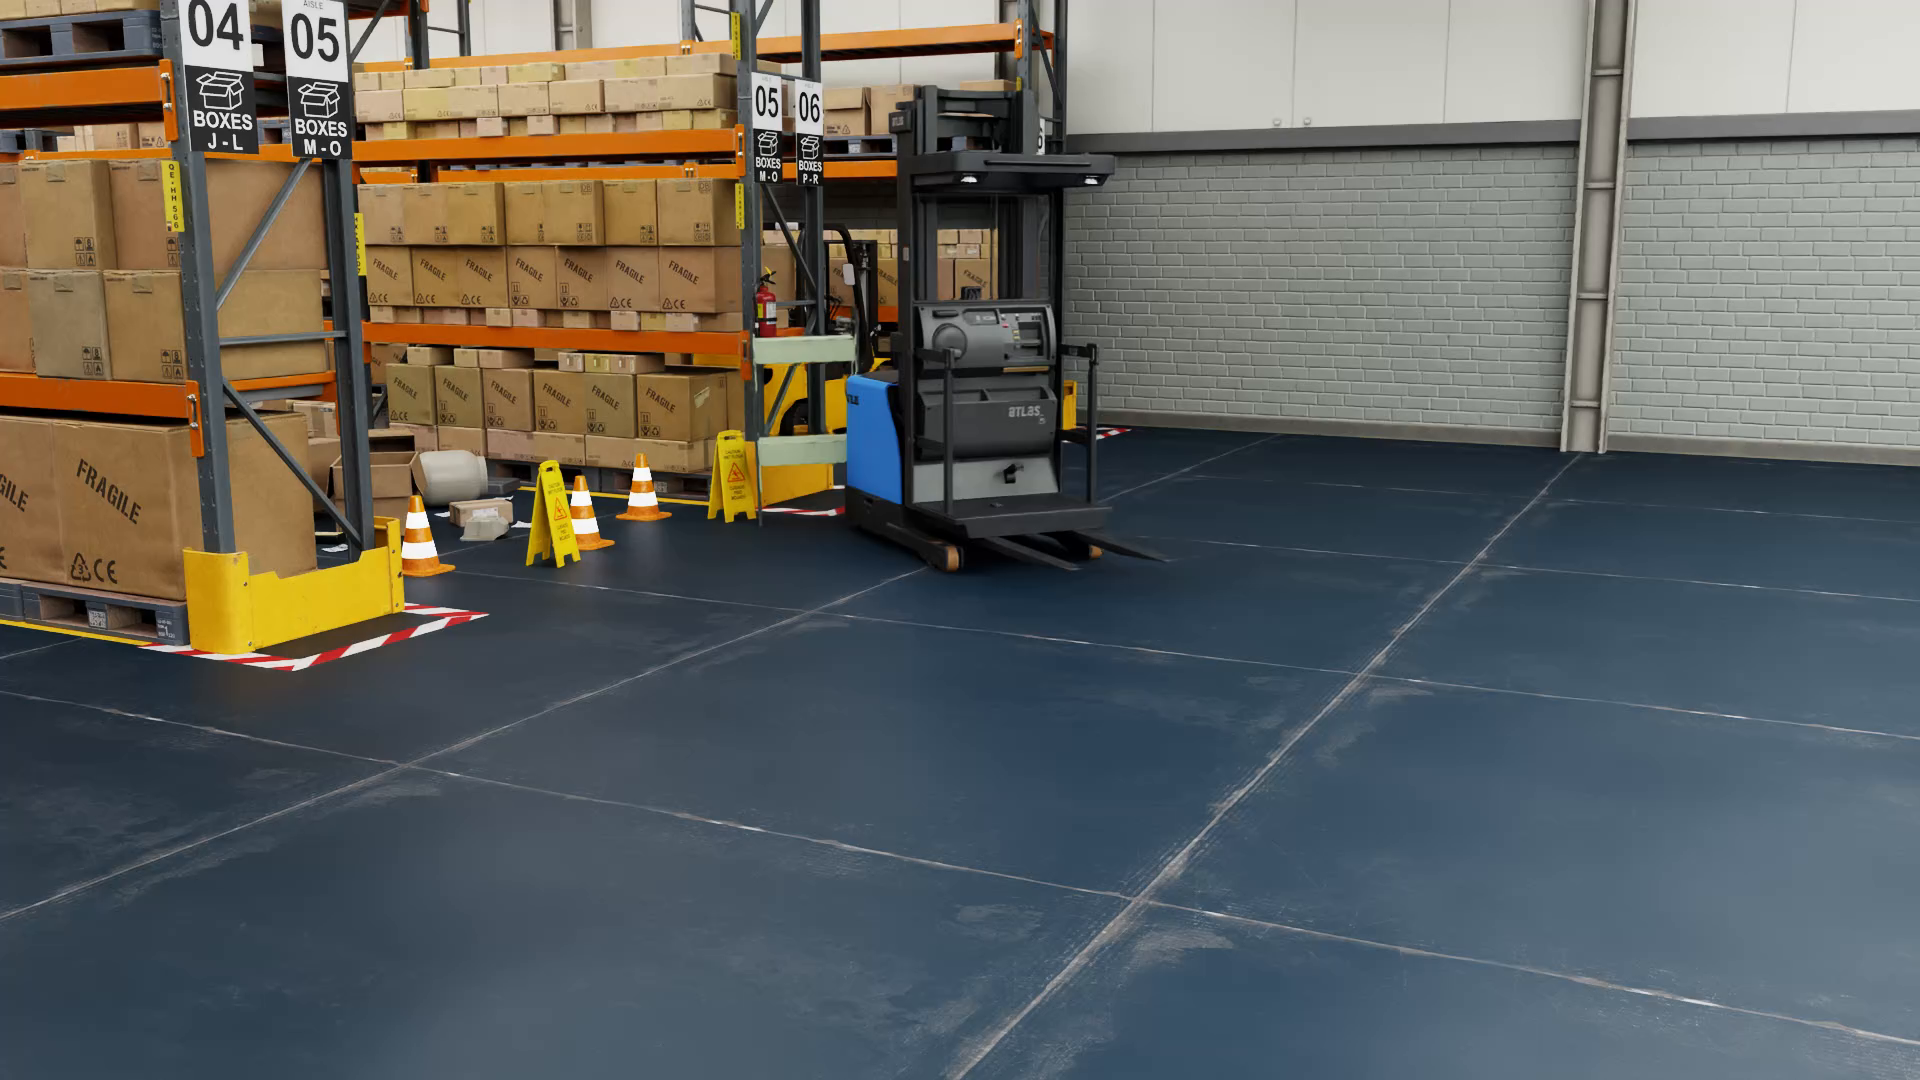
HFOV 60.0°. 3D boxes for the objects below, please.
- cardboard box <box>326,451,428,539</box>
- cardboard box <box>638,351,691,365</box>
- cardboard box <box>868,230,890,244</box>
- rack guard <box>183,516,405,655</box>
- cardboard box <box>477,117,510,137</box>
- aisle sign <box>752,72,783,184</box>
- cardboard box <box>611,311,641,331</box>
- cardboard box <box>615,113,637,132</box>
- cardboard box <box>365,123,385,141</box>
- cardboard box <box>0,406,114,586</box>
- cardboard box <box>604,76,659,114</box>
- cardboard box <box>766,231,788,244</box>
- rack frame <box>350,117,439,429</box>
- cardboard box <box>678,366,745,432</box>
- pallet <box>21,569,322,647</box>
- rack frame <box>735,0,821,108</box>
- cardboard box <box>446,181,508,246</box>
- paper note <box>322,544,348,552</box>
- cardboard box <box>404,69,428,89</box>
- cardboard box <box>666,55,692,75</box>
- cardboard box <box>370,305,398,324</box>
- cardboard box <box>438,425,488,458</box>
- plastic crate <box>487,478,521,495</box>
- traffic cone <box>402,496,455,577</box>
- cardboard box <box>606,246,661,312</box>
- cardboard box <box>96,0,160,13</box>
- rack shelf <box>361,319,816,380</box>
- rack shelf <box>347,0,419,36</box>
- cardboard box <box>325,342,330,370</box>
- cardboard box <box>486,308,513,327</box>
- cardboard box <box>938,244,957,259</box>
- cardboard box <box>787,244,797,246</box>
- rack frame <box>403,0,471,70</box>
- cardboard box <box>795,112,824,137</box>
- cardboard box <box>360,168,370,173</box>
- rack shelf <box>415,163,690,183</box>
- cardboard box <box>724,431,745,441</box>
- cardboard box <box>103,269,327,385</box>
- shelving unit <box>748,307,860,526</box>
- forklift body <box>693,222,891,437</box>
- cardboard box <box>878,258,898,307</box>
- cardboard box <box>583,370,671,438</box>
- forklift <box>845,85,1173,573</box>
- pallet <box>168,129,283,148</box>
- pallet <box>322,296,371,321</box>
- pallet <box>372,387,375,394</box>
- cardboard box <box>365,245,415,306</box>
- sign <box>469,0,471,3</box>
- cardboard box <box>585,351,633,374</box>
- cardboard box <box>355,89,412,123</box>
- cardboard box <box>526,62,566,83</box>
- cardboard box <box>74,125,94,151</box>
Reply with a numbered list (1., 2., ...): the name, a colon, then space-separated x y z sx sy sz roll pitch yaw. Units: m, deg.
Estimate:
1. cardboard box: -4.051 -0.323 11.602 0.637 0.503 0.797 -2 11 -14
2. cardboard box: -3.223 -2.003 19.364 0.625 0.625 0.875 6 12 28
3. cardboard box: -0.766 -3.204 17.575 0.250 0.149 0.380 5 12 27
4. rack guard: -3.434 0.213 8.649 0.348 0.500 1.175 5 11 26
5. cardboard box: -3.654 -3.306 13.355 0.250 0.149 0.380 5 11 25
6. aisle sign: -1.428 -3.045 12.335 0.004 0.787 0.394 5 11 26
7. cardboard box: -2.527 -1.730 13.074 0.250 0.149 0.380 5 12 27
8. cardboard box: -2.458 -3.225 12.907 0.250 0.149 0.380 5 11 26
9. cardboard box: -4.770 -3.421 13.990 0.250 0.149 0.380 5 11 25
10. cardboard box: -4.883 -0.292 9.207 0.875 0.875 0.875 5 11 25
11. cardboard box: -2.379 -3.405 12.786 0.500 0.250 0.500 5 11 25
12. cardboard box: -1.903 -3.306 18.139 0.250 0.149 0.380 5 12 27
13. rack frame: -4.943 -2.133 14.591 0.127 3.000 1.000 5 11 26
14. cardboard box: -1.978 -1.150 13.595 0.500 0.500 0.500 5 11 24
15. pallet: -4.207 0.303 8.965 1.213 0.211 1.003 5 11 26
16. rack frame: -1.356 -4.769 12.315 0.127 3.000 1.000 5 11 26
17. cardboard box: -3.757 -2.663 13.599 0.500 0.500 0.700 5 11 25
18. paper note: -4.073 0.052 10.864 0.144 0.017 0.142 -10 14 -43
19. cardboard box: -4.326 -3.762 13.639 0.250 0.149 0.380 5 11 24
20. cardboard box: -2.004 -3.568 12.566 0.250 0.149 0.380 5 12 27
21. cardboard box: -4.802 -1.933 14.193 0.250 0.149 0.380 5 11 26
22. cardboard box: -4.049 -0.856 14.081 0.500 0.250 0.500 6 12 29
23. plastic crate: -3.898 -0.441 13.444 0.583 0.080 0.402 1 10 6
24. traffic cone: -3.303 -0.039 10.147 0.334 0.463 0.336 5 11 26
25. cardboard box: -2.411 -2.052 13.029 0.500 0.500 0.500 5 11 26
26. cardboard box: -3.903 -2.599 7.992 0.250 0.149 0.380 5 11 26
27. rack shelf: -3.149 -1.621 13.784 4.000 0.370 1.077 5 11 26
28. rack shelf: -6.736 -4.691 15.027 4.000 0.370 1.077 5 11 26
29. cardboard box: -8.200 -2.336 21.556 0.500 0.500 0.500 5 11 24
30. cardboard box: -3.659 -1.831 13.628 0.250 0.149 0.380 5 11 26
31. cardboard box: -0.046 -3.007 17.320 0.250 0.149 0.380 5 12 27
32. cardboard box: -1.678 -3.138 18.046 0.250 0.149 0.380 5 11 25
33. rack frame: -6.337 -6.193 20.180 0.127 3.000 1.000 5 11 26
34. cardboard box: -1.553 -4.426 17.757 0.258 0.266 0.396 5 11 24
35. cardboard box: -7.356 -4.684 20.688 0.500 0.250 0.500 5 11 26
36. rack shelf: -4.543 -4.205 19.640 4.000 0.370 1.077 5 11 26
37. cardboard box: -1.957 -0.779 13.652 0.500 0.250 0.500 5 11 25
38. cardboard box: -3.808 -1.115 8.545 0.550 0.550 0.875 5 11 26
39. shelving unit: -1.093 -0.890 11.875 0.755 1.500 0.431 -3 11 -7
40. forklift body: -1.670 -2.051 16.522 1.214 2.155 2.313 5 11 26
41. cardboard box: -0.641 -2.739 17.662 0.500 0.500 0.500 5 11 25
42. cardboard box: -2.659 -1.102 13.333 0.500 0.500 0.500 6 12 28
43. forklift: 0.267 -1.330 10.348 1.130 2.935 3.031 -5 11 -24
44. pallet: -6.381 -3.663 15.152 1.003 0.211 1.213 5 11 26
45. pallet: -5.564 -2.122 15.069 1.213 0.211 1.003 5 11 26
46. pallet: -8.080 -2.030 21.853 1.213 0.211 1.003 5 11 26
47. cardboard box: -4.672 -2.249 14.118 0.500 0.500 0.500 5 11 26
48. sign: -6.095 -6.819 20.574 0.005 0.325 0.100 5 11 26
49. cardboard box: -2.772 -1.419 13.264 0.250 0.149 0.380 5 12 27
50. cardboard box: -4.669 -3.603 13.877 0.500 0.250 0.500 5 11 25
51. cardboard box: -3.180 -3.657 13.058 0.250 0.149 0.380 5 12 27
52. cardboard box: -8.094 -3.786 15.679 0.258 0.266 0.396 5 11 26
